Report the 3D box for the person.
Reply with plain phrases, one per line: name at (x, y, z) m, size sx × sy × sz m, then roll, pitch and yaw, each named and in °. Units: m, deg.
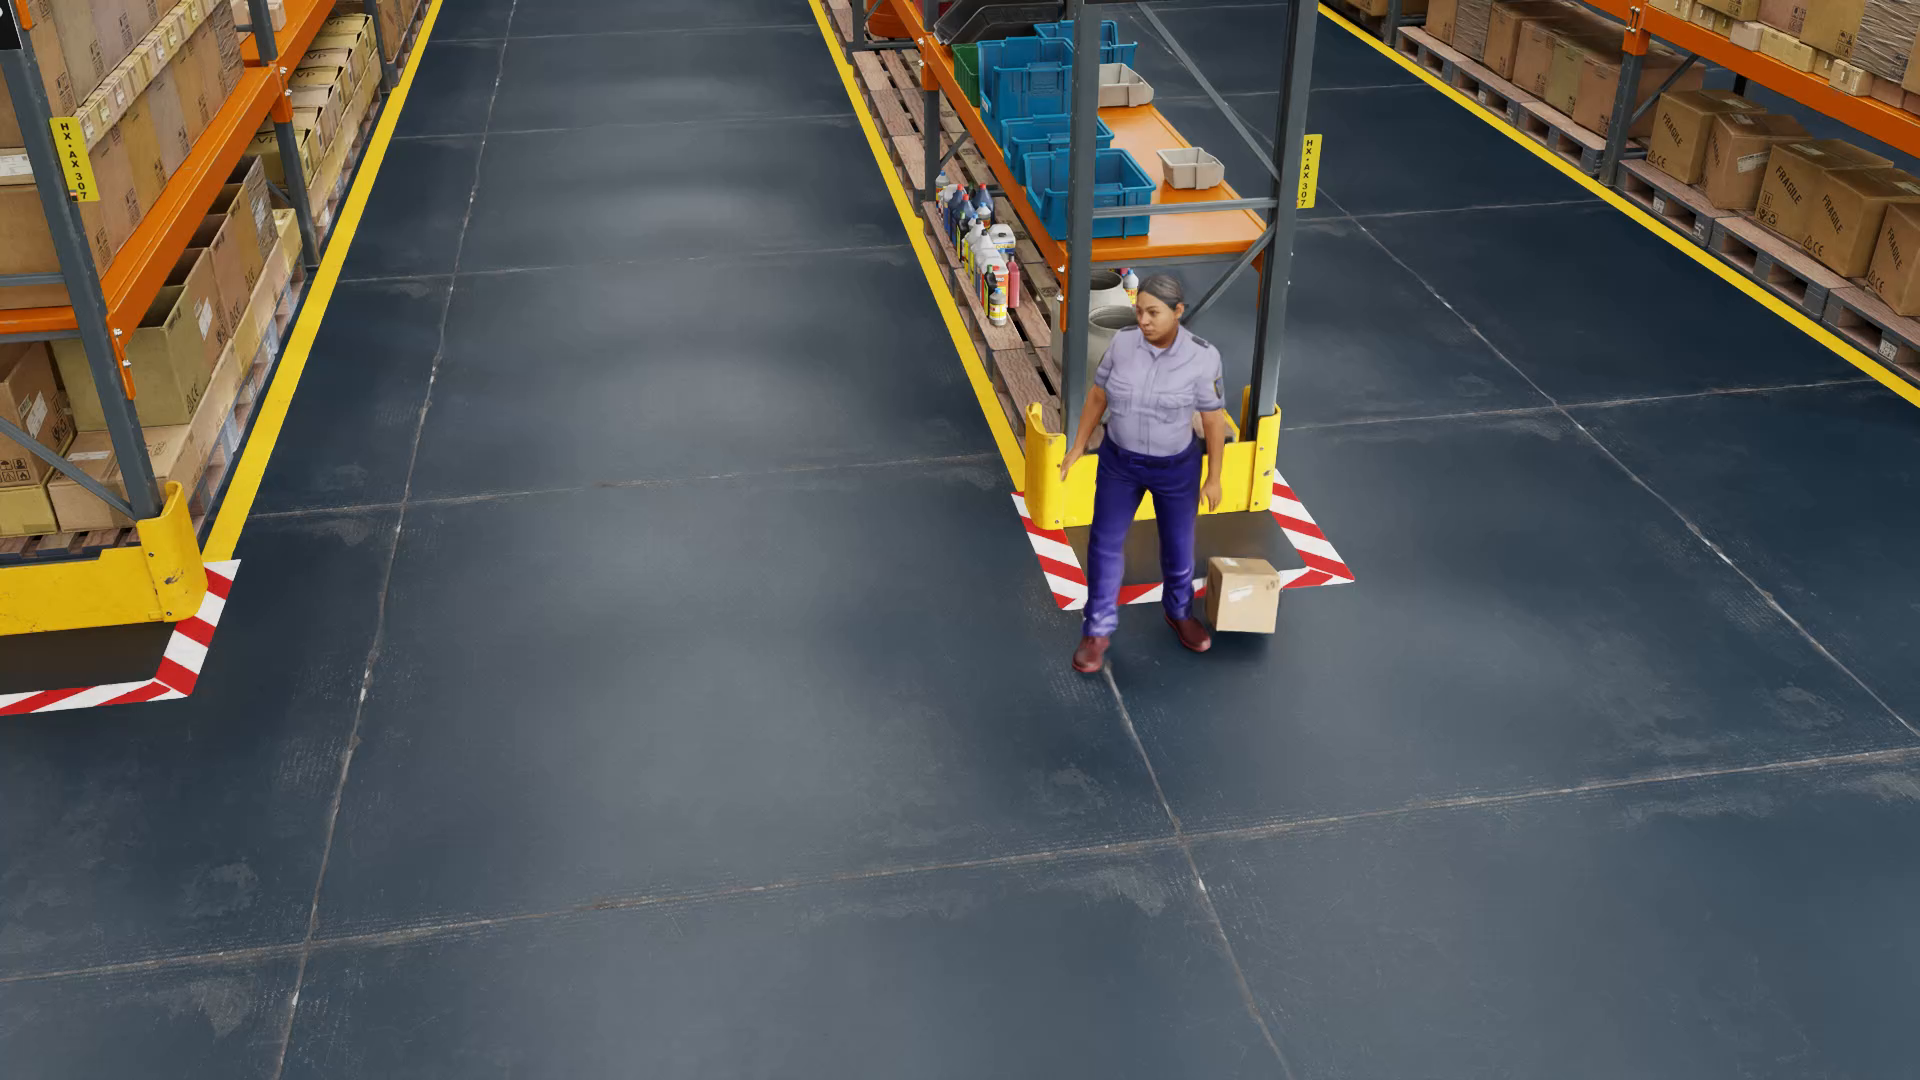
person at (0.702, -0.257, 6.541) m, size 0.658 × 1.640 × 0.598 m, roll 10°, pitch 32°, yaw 17°
